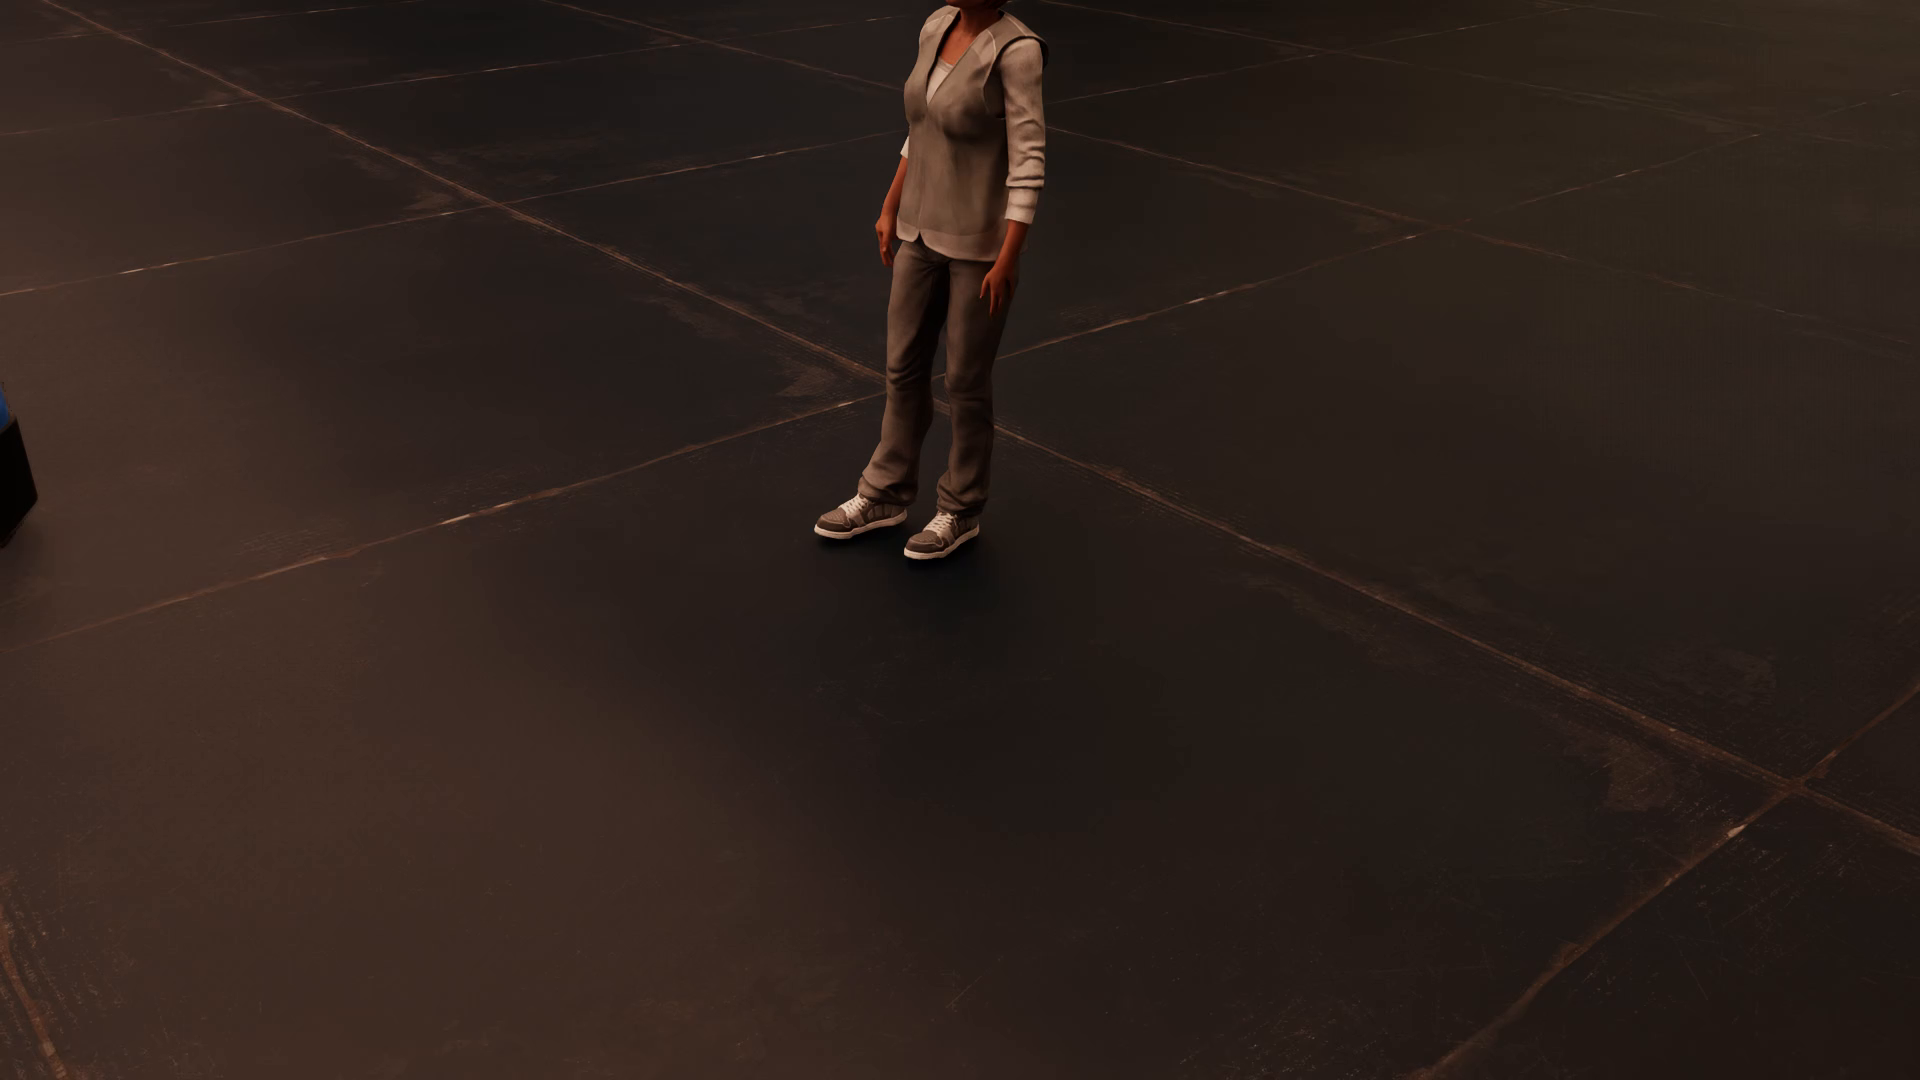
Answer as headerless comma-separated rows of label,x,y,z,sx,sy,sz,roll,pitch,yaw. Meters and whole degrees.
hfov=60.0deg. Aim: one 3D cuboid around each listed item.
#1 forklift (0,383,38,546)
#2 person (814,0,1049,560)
forklift,-3.961,-1.067,3.353,3.031,2.935,1.130,-4,27,-8
person,-0.066,-0.705,4.109,0.473,1.599,0.521,-20,33,-35
